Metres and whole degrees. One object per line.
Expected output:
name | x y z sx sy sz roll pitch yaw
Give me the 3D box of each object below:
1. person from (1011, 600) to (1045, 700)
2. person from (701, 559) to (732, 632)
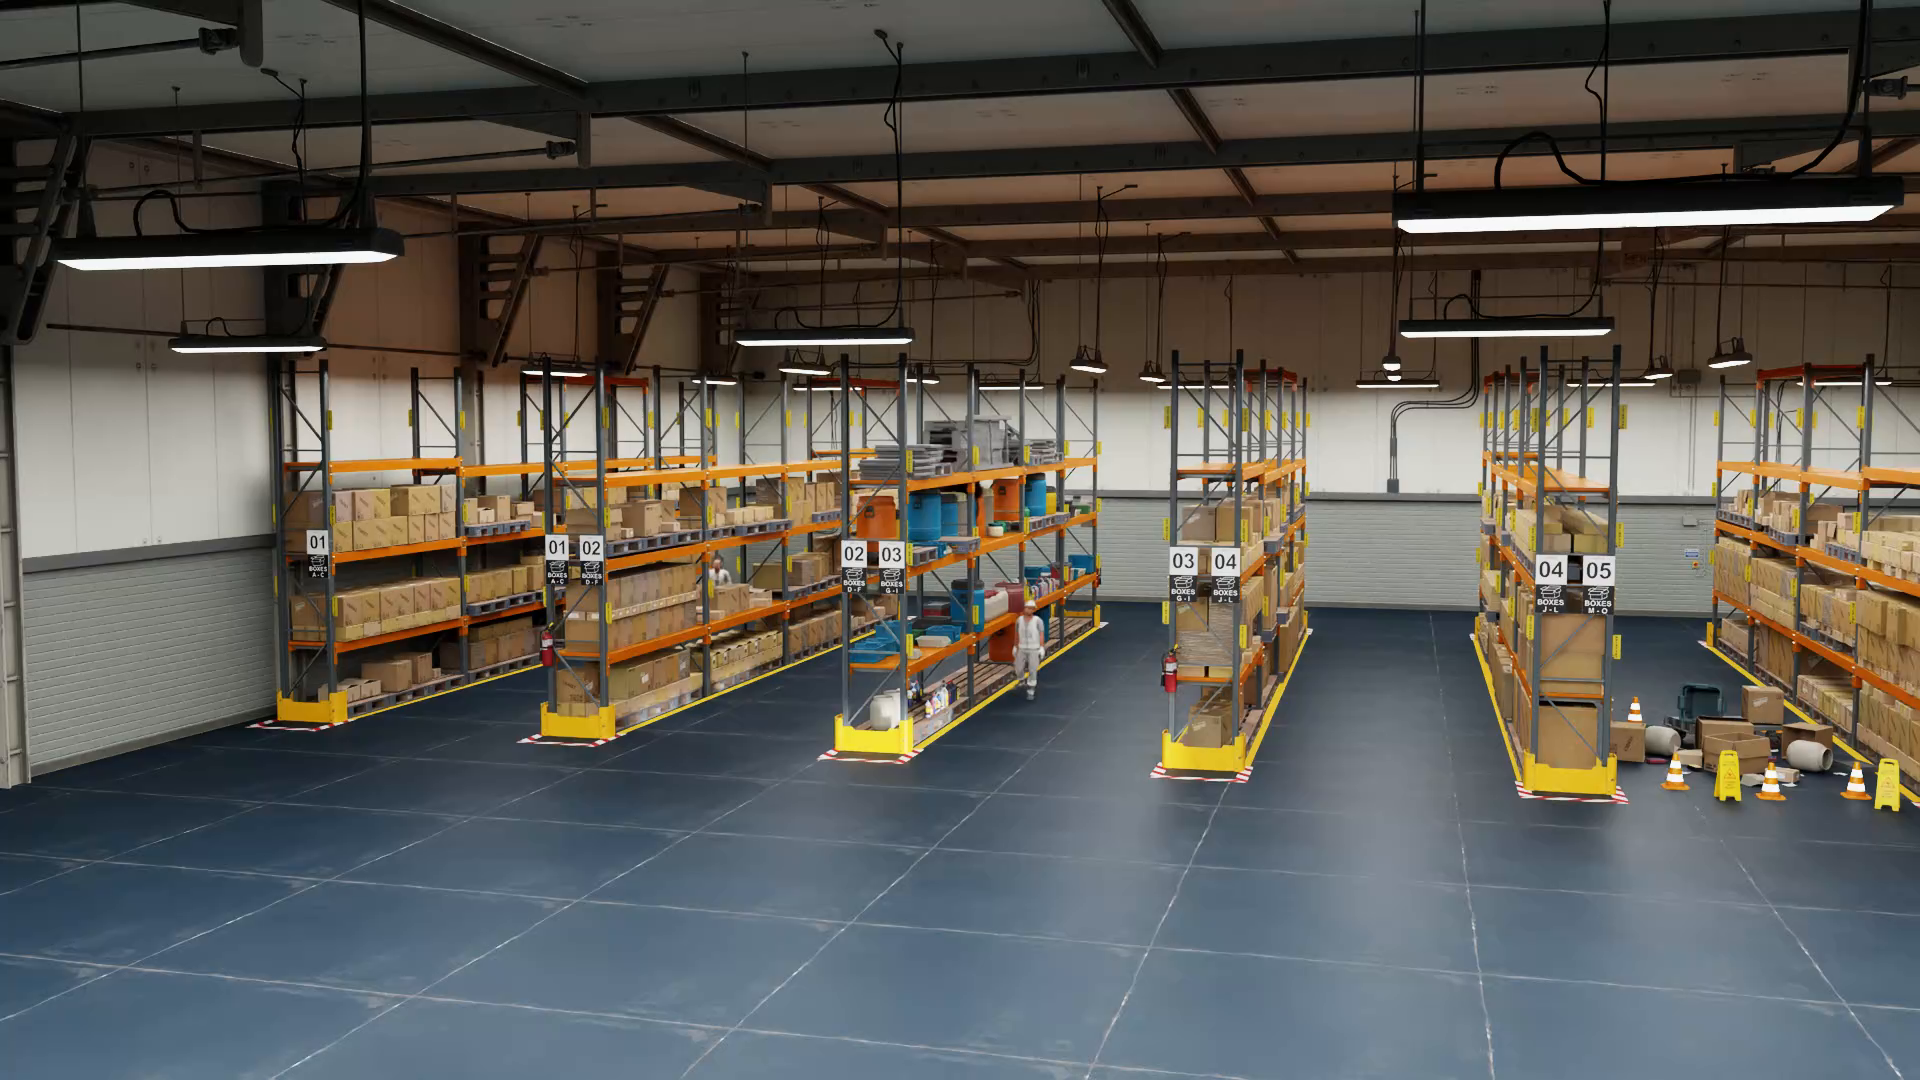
person | 1.228 1.960 29.829 0.685 1.781 0.568 1 4 15
person | -5.774 1.309 39.501 0.710 1.725 0.645 0 4 -4
